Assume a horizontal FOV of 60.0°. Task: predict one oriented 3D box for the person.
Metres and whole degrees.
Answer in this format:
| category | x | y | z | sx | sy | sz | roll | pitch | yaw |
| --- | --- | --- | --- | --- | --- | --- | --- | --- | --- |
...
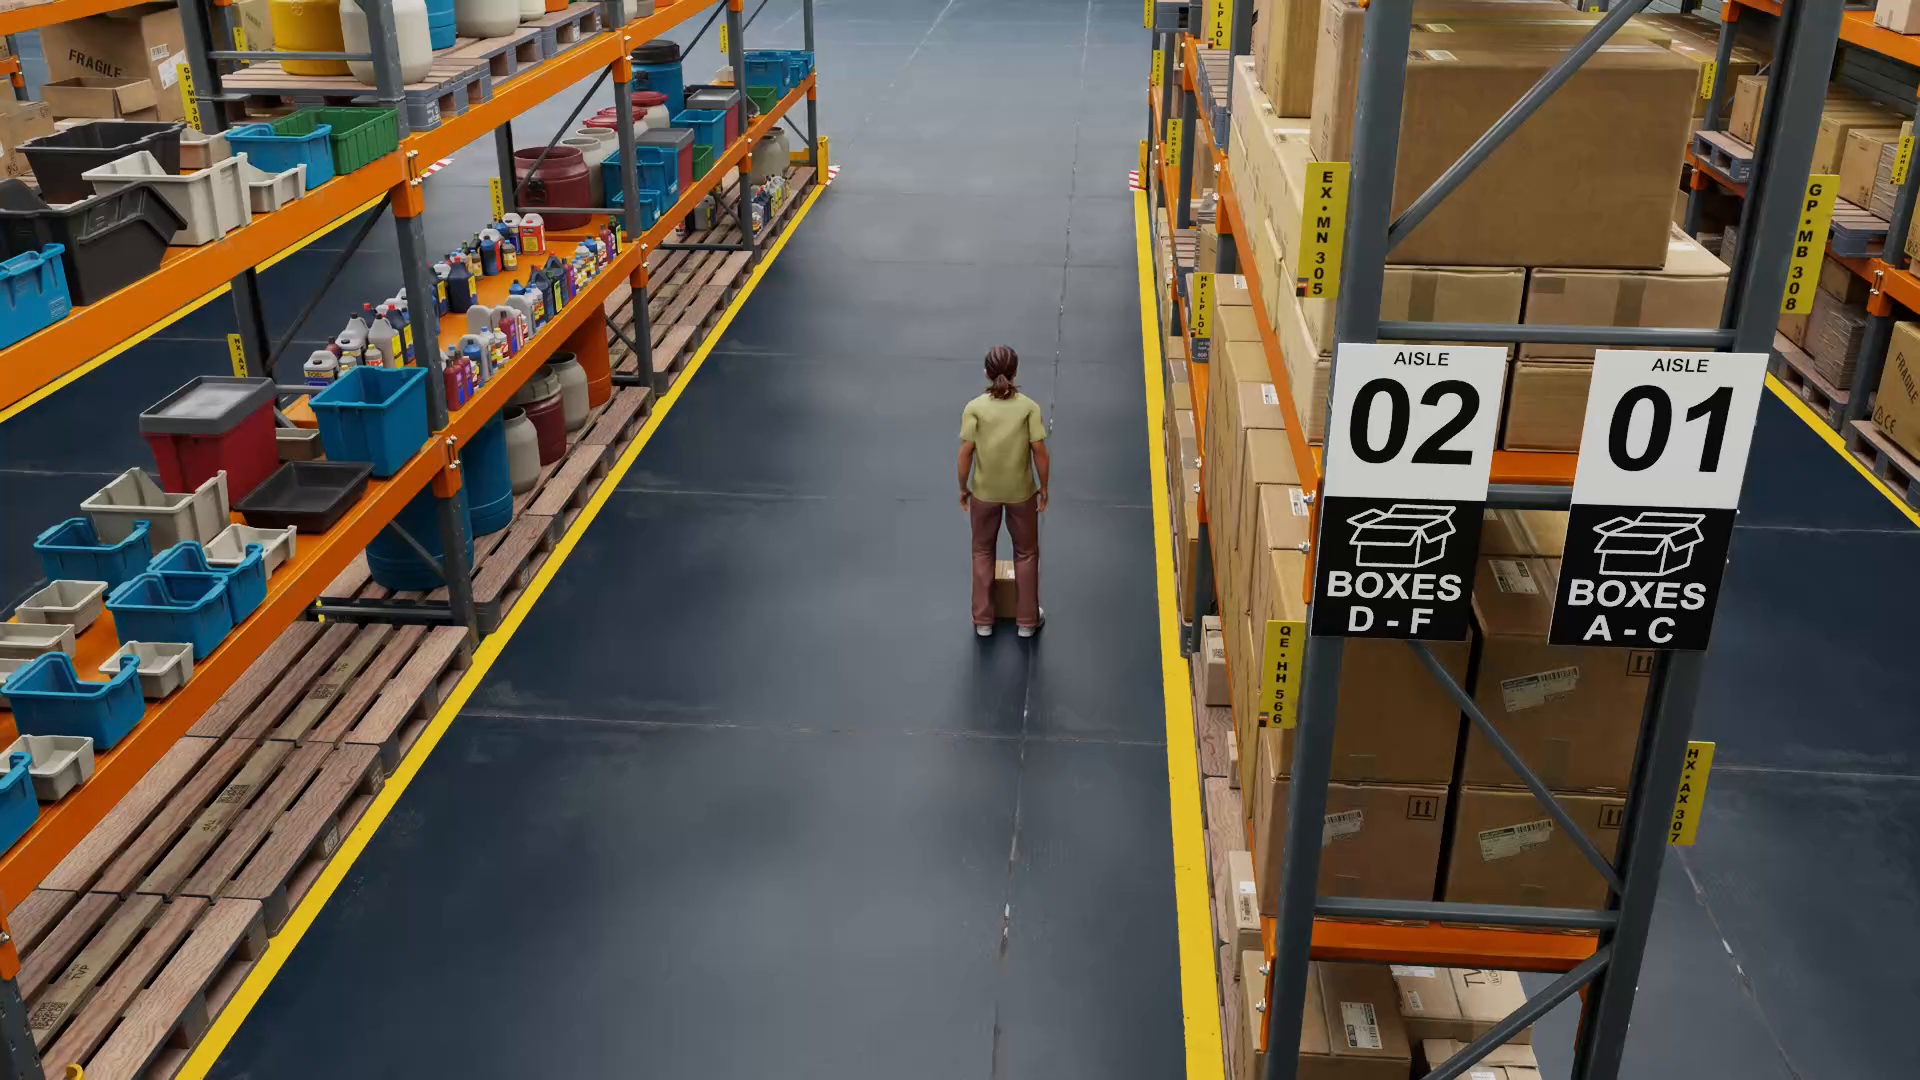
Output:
| category | x | y | z | sx | sy | sz | roll | pitch | yaw |
| --- | --- | --- | --- | --- | --- | --- | --- | --- | --- |
| person | 0.237 | -0.261 | 9.177 | 0.500 | 1.672 | 0.347 | 1 | 25 | 2 |
